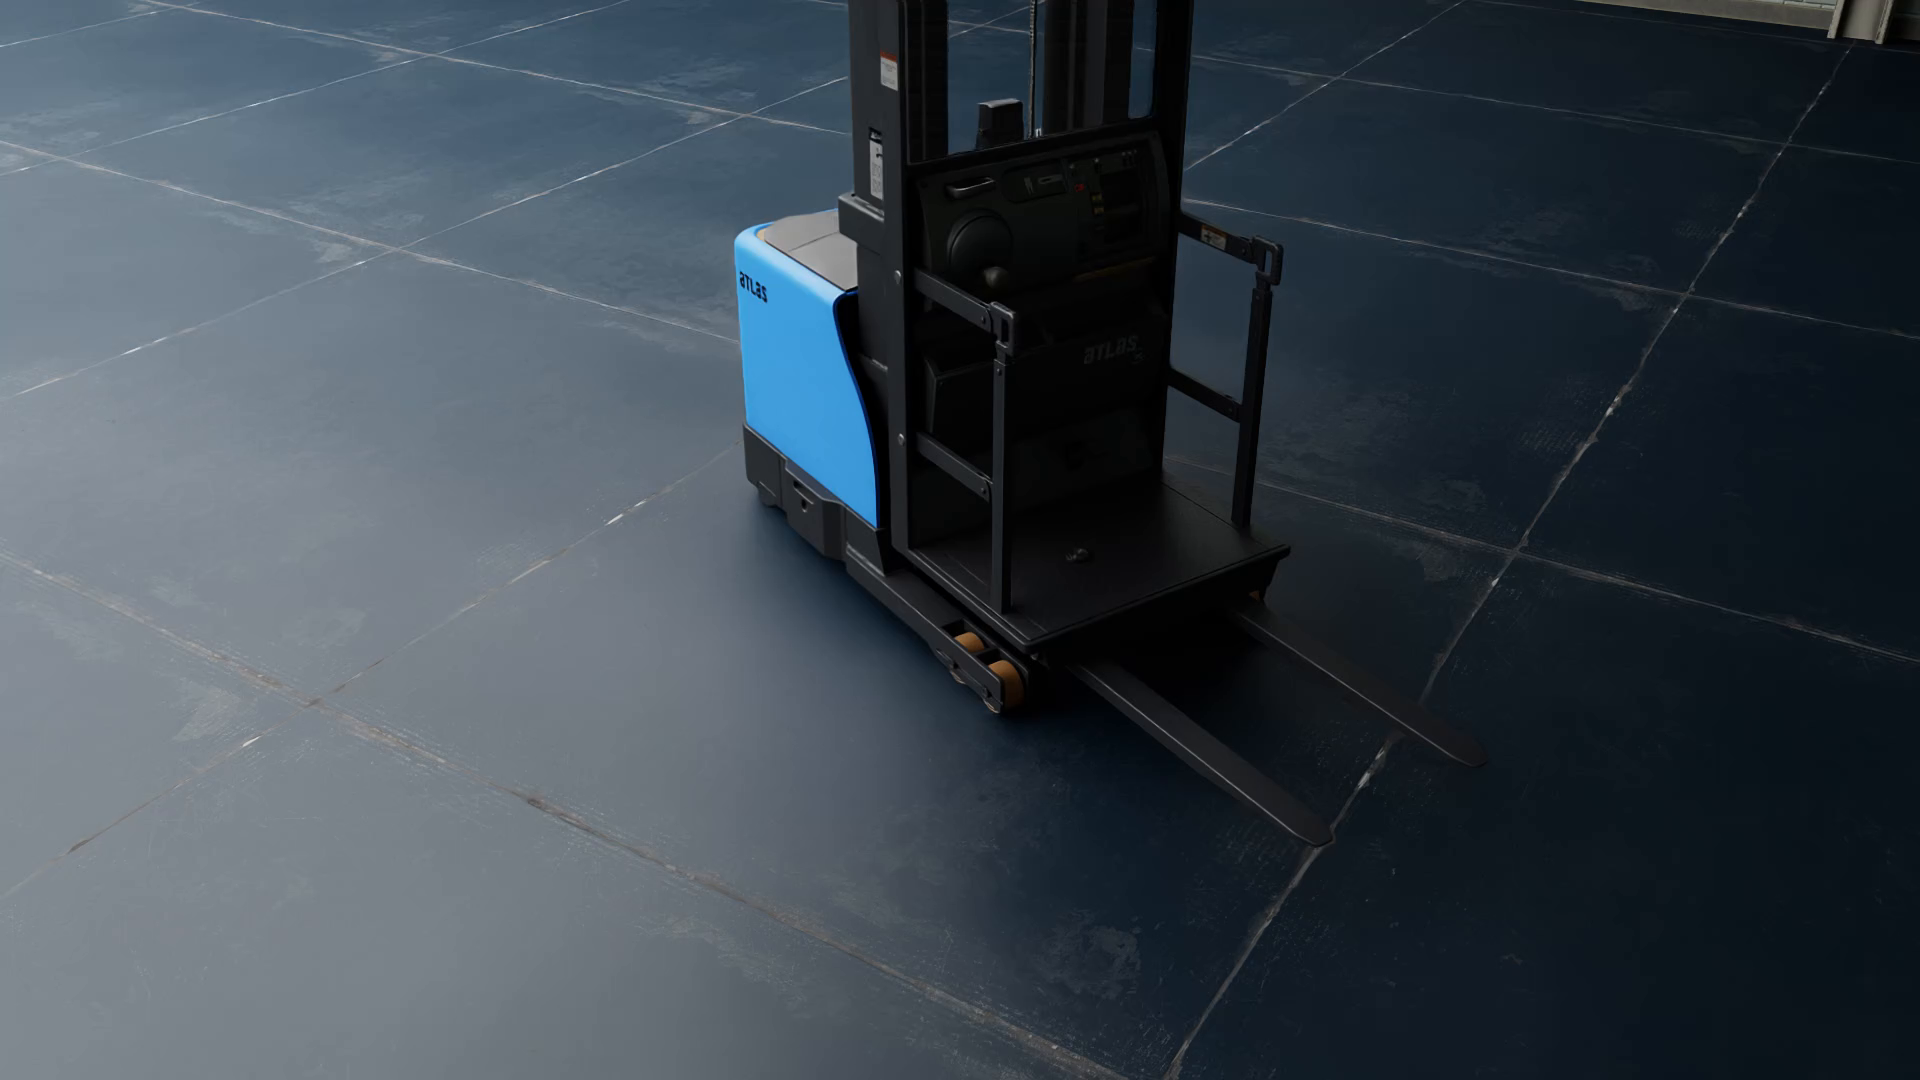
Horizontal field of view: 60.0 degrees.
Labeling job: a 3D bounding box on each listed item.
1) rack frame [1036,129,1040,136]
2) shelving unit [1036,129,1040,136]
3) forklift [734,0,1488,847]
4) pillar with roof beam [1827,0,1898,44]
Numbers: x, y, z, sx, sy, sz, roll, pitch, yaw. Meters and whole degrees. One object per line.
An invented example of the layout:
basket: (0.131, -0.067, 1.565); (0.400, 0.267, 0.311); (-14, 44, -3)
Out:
rack frame: (0.322, -1.079, 6.908); (0.015, 1.200, 0.240); (-2, 30, -3)
shelving unit: (0.079, -1.071, 6.894); (0.503, 1.200, 0.258); (-2, 30, -3)
forklift: (0.391, -0.988, 5.036); (1.130, 2.935, 3.031); (-18, 35, -29)
pillar with roof beam: (4.723, -5.981, 7.572); (0.400, 9.000, 9.100); (18, 35, 27)
